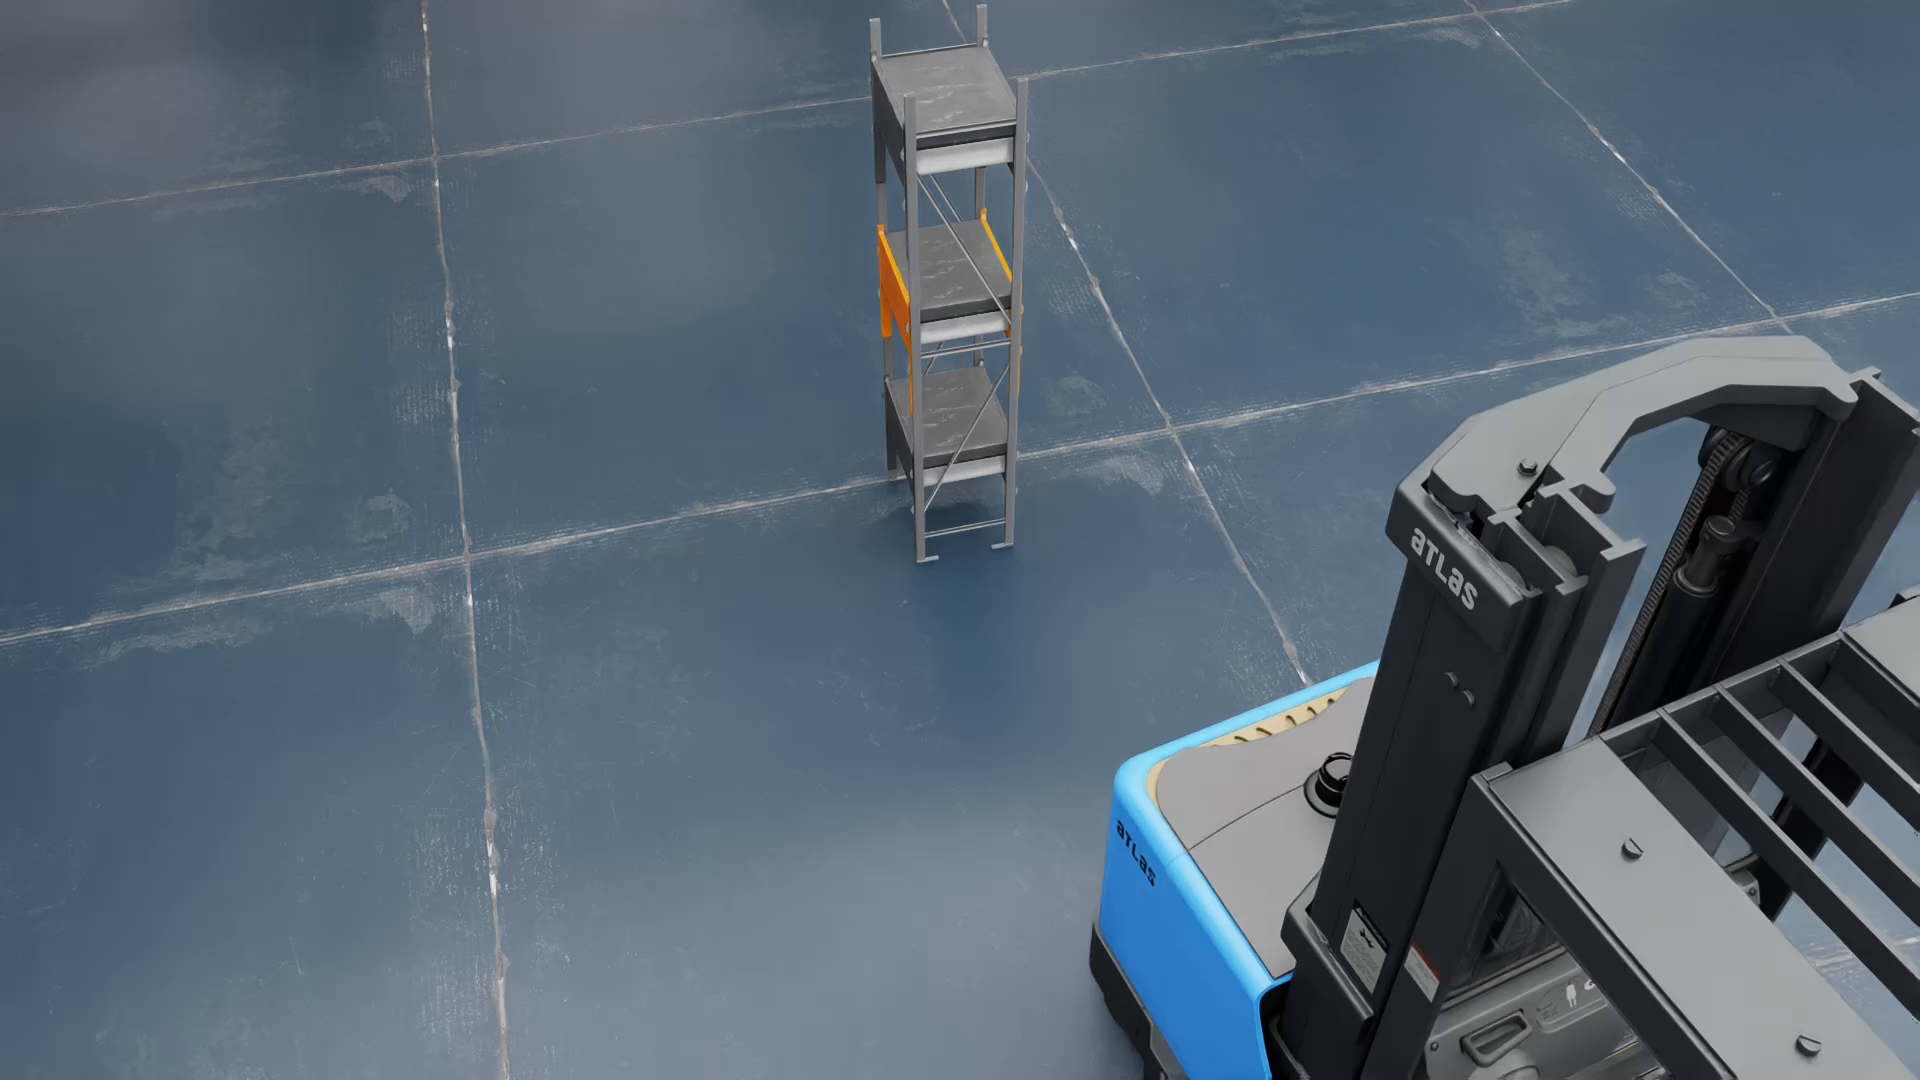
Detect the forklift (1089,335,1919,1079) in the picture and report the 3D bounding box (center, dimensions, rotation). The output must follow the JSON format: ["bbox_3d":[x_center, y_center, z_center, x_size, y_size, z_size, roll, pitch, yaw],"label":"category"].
[{"bbox_3d":[1.500,1.158,3.563,1.130,2.935,3.031,-19,48,-17],"label":"forklift"}]

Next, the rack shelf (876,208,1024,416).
[{"bbox_3d":[-0.042,-0.840,6.122,0.431,0.518,0.480,-11,47,-10],"label":"rack shelf"}]

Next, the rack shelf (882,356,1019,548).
[{"bbox_3d":[-0.042,-0.350,6.622,0.431,0.518,0.480,-11,47,-10],"label":"rack shelf"}]

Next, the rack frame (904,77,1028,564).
[{"bbox_3d":[0.020,-0.681,5.947,0.400,2.100,0.015,-11,47,-10],"label":"rack frame"}]

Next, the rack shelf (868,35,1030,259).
[{"bbox_3d":[-0.042,-1.330,5.622,0.431,0.518,0.480,-11,47,-10],"label":"rack shelf"}]

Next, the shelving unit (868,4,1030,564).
[{"bbox_3d":[-0.042,-0.849,6.112,0.431,2.100,0.503,-11,47,-10],"label":"shelving unit"}]

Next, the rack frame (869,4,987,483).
[{"bbox_3d":[-0.105,-1.018,6.277,0.400,2.100,0.015,-11,47,-10],"label":"rack frame"}]
